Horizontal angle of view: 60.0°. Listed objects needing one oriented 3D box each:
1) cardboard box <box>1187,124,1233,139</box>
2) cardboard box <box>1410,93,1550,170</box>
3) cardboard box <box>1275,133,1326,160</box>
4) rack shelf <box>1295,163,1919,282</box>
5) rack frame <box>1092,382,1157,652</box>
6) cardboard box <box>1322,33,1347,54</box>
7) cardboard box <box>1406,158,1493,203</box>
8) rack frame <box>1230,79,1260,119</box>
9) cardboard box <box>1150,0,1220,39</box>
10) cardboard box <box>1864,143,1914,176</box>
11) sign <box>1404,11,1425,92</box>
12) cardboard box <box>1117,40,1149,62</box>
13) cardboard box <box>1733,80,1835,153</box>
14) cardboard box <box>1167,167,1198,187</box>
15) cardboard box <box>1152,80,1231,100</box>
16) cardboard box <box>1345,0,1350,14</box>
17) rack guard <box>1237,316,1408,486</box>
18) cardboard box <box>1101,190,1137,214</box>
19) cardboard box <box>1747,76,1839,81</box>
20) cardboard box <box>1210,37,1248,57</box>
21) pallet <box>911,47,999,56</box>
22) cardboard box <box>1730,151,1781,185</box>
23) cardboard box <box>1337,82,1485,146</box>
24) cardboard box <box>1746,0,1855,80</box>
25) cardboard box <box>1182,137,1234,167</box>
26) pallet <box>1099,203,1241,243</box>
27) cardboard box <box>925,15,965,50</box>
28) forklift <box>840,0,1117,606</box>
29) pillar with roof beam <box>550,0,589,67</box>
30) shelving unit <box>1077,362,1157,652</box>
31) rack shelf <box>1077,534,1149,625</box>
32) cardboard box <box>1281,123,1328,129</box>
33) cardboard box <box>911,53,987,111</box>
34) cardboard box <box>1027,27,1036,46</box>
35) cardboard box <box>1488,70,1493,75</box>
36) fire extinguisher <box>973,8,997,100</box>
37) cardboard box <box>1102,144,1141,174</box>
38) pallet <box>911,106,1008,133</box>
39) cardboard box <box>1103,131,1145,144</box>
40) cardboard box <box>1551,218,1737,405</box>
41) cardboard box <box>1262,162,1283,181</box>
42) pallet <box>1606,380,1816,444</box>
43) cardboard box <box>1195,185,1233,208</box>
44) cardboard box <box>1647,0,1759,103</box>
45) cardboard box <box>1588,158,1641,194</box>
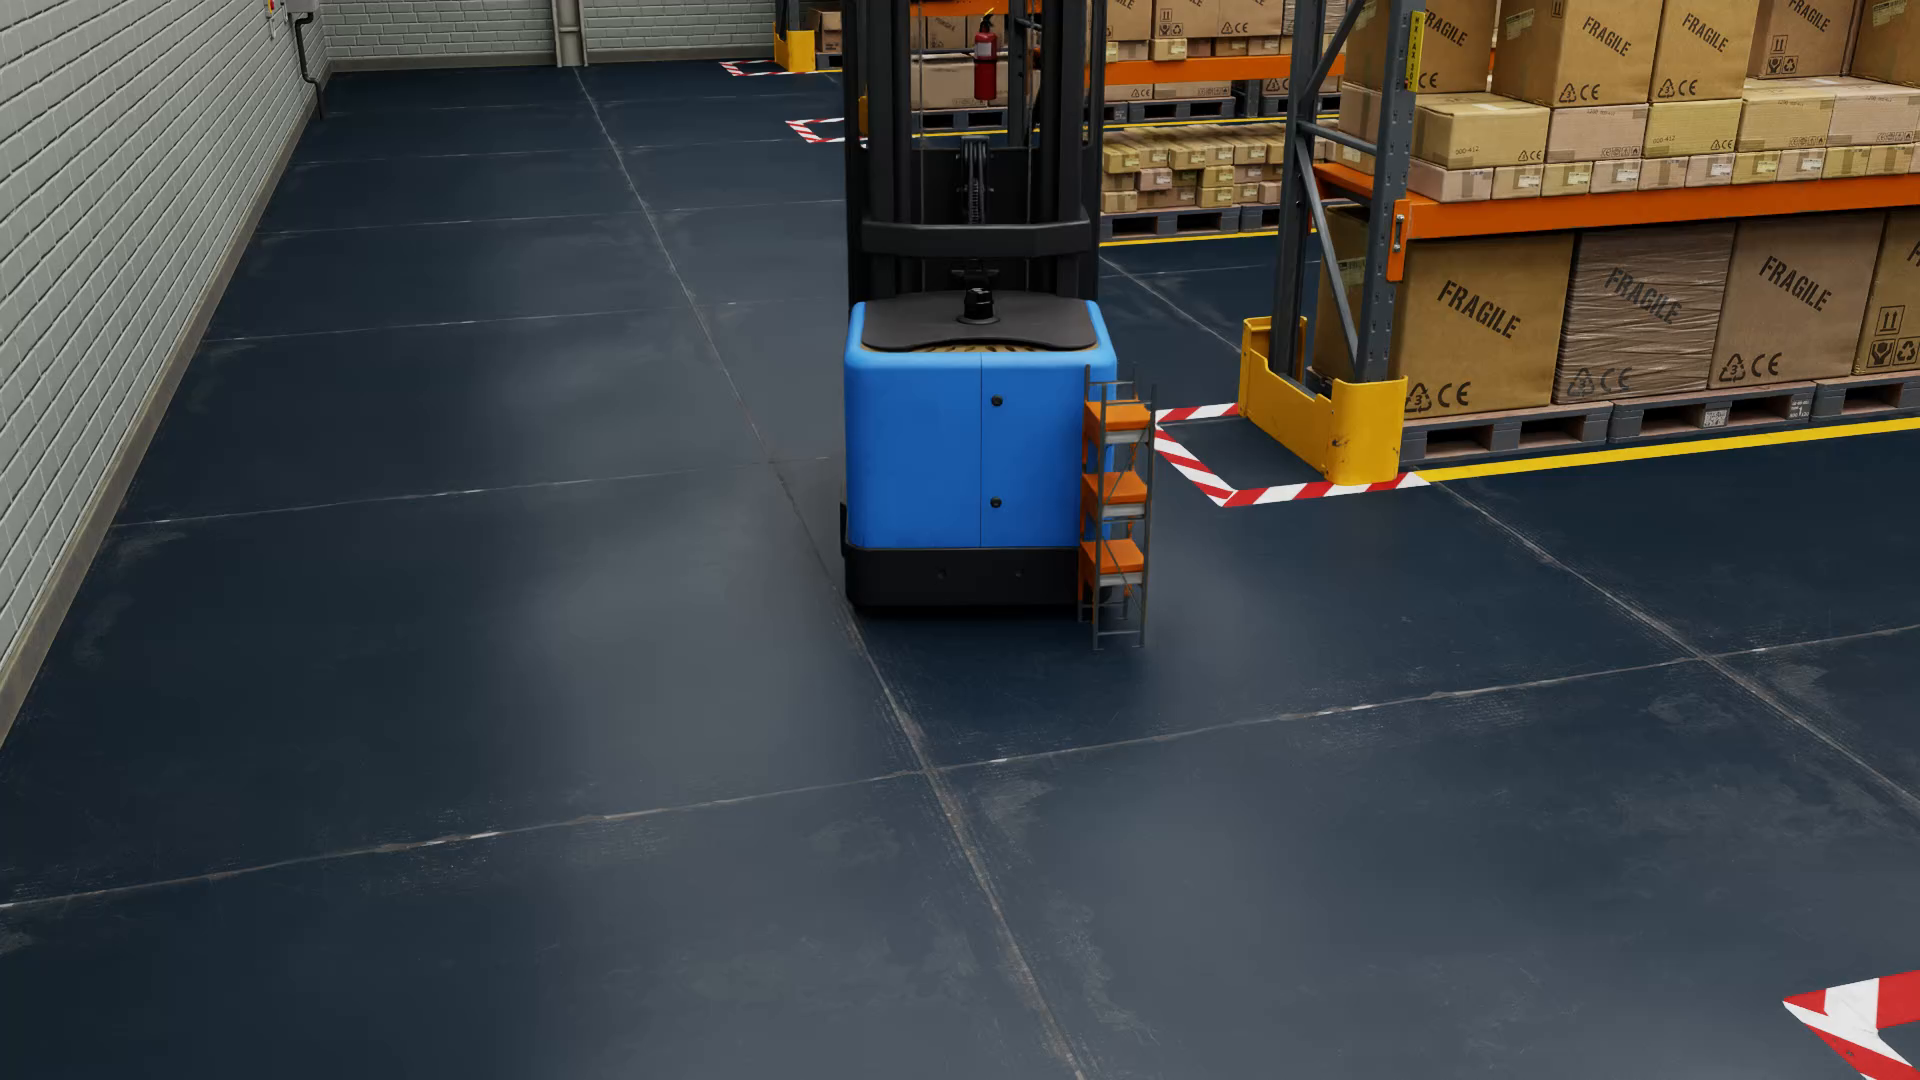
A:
[{"bbox_3d":[1.985,-3.206,13.246,0.250,0.149,0.380,-5,24,-12],"label":"cardboard box"},{"bbox_3d":[2.339,-1.886,7.654,0.500,0.250,0.500,-7,24,-16],"label":"cardboard box"},{"bbox_3d":[2.635,-3.057,12.899,0.250,0.149,0.380,-6,24,-14],"label":"cardboard box"},{"bbox_3d":[3.729,-1.752,8.441,4.000,0.370,1.077,-6,24,-14],"label":"rack shelf"},{"bbox_3d":[0.599,-0.069,6.080,0.200,1.050,0.008,-4,24,-9],"label":"rack frame"},{"bbox_3d":[2.715,-3.761,12.529,0.250,0.149,0.380,-6,24,-13],"label":"cardboard box"},{"bbox_3d":[2.235,-1.666,7.648,0.250,0.149,0.380,-6,24,-14],"label":"cardboard box"},{"bbox_3d":[2.978,-6.058,17.564,0.127,3.000,1.000,-6,24,-14],"label":"rack frame"},{"bbox_3d":[1.577,-3.955,12.160,0.500,0.500,0.500,-6,24,-14],"label":"cardboard box"},{"bbox_3d":[4.459,-1.913,8.224,0.250,0.149,0.380,-6,24,-13],"label":"cardboard box"},{"bbox_3d":[1.948,-2.092,7.124,0.005,0.325,0.100,-6,24,-14],"label":"sign"},{"bbox_3d":[1.196,-3.601,12.156,0.250,0.149,0.380,-5,24,-12],"label":"cardboard box"},{"bbox_3d":[3.823,-2.053,8.044,0.500,0.250,0.500,-7,24,-15],"label":"cardboard box"},{"bbox_3d":[1.626,-2.809,12.697,0.250,0.149,0.380,-6,24,-14],"label":"cardboard box"},{"bbox_3d":[2.345,-5.047,17.925,0.875,0.438,0.875,-7,24,-15],"label":"cardboard box"},{"bbox_3d":[3.044,-4.106,12.511,0.500,0.500,0.500,-6,24,-15],"label":"cardboard box"},{"bbox_3d":[1.781,-0.718,8.289,0.348,0.500,1.175,-6,24,-14],"label":"rack guard"},{"bbox_3d":[1.152,-2.580,12.542,0.250,0.149,0.380,-6,24,-13],"label":"cardboard box"},{"bbox_3d":[4.154,-2.304,8.629,0.500,0.250,0.500,-6,24,-13],"label":"cardboard box"},{"bbox_3d":[1.949,-3.708,12.407,0.250,0.149,0.380,-7,24,-15],"label":"cardboard box"},{"bbox_3d":[-0.205,-6.456,22.029,1.213,0.211,1.003,-6,24,-14],"label":"pallet"},{"bbox_3d":[3.715,-1.831,8.031,0.250,0.149,0.380,-7,24,-16],"label":"cardboard box"},{"bbox_3d":[2.199,-2.089,8.129,0.500,0.250,0.500,-7,24,-15],"label":"cardboard box"},{"bbox_3d":[4.149,-2.647,8.477,0.500,0.500,0.500,-7,24,-16],"label":"cardboard box"},{"bbox_3d":[1.884,-2.957,12.667,0.250,0.149,0.380,-8,24,-17],"label":"cardboard box"},{"bbox_3d":[1.426,-2.563,12.955,1.213,0.211,1.003,-6,24,-14],"label":"pallet"},{"bbox_3d":[-0.234,-6.684,21.661,0.500,0.500,0.500,-6,24,-13],"label":"cardboard box"},{"bbox_3d":[0.053,-1.624,7.317,1.130,2.935,3.031,0,23,-1],"label":"forklift"},{"bbox_3d":[-3.894,-8.693,16.098,0.400,9.000,9.100,-6,24,-14],"label":"pillar with roof beam"},{"bbox_3d":[0.578,-0.117,6.191,0.215,1.050,0.252,-4,24,-9],"label":"shelving unit"},{"bbox_3d":[0.578,0.148,6.304,0.215,0.259,0.240,-4,24,-9],"label":"rack shelf"},{"bbox_3d":[2.761,-3.242,13.330,0.250,0.149,0.380,-7,24,-17],"label":"cardboard box"},{"bbox_3d":[-0.265,-4.756,17.246,0.875,0.438,0.875,-7,24,-16],"label":"cardboard box"},{"bbox_3d":[0.833,-6.670,21.924,0.258,0.266,0.396,-5,24,-12],"label":"cardboard box"},{"bbox_3d":[6.142,-5.658,18.795,0.875,0.875,0.875,-7,24,-15],"label":"cardboard box"},{"bbox_3d":[0.194,-3.705,12.651,0.183,0.674,0.296,-6,24,-14],"label":"fire extinguisher"},{"bbox_3d":[1.157,-2.846,12.408,0.250,0.149,0.380,-7,24,-17],"label":"cardboard box"},{"bbox_3d":[-0.124,-4.465,17.389,1.213,0.211,1.003,-6,24,-14],"label":"pallet"},{"bbox_3d":[1.260,-3.077,12.945,0.250,0.149,0.380,-6,24,-13],"label":"cardboard box"},{"bbox_3d":[3.274,-1.281,8.594,0.875,0.875,0.875,-6,24,-14],"label":"cardboard box"},{"bbox_3d":[2.382,-2.904,12.918,0.250,0.149,0.380,-5,24,-12],"label":"cardboard box"},{"bbox_3d":[3.725,-0.831,8.920,1.213,0.211,1.003,-6,24,-14],"label":"pallet"},{"bbox_3d":[1.895,-2.654,12.714,0.250,0.149,0.380,-6,24,-14],"label":"cardboard box"},{"bbox_3d":[3.317,-2.341,7.764,0.500,0.500,0.500,-7,24,-16],"label":"cardboard box"},{"bbox_3d":[2.978,-1.750,7.843,0.250,0.149,0.380,-7,24,-15],"label":"cardboard box"}]
